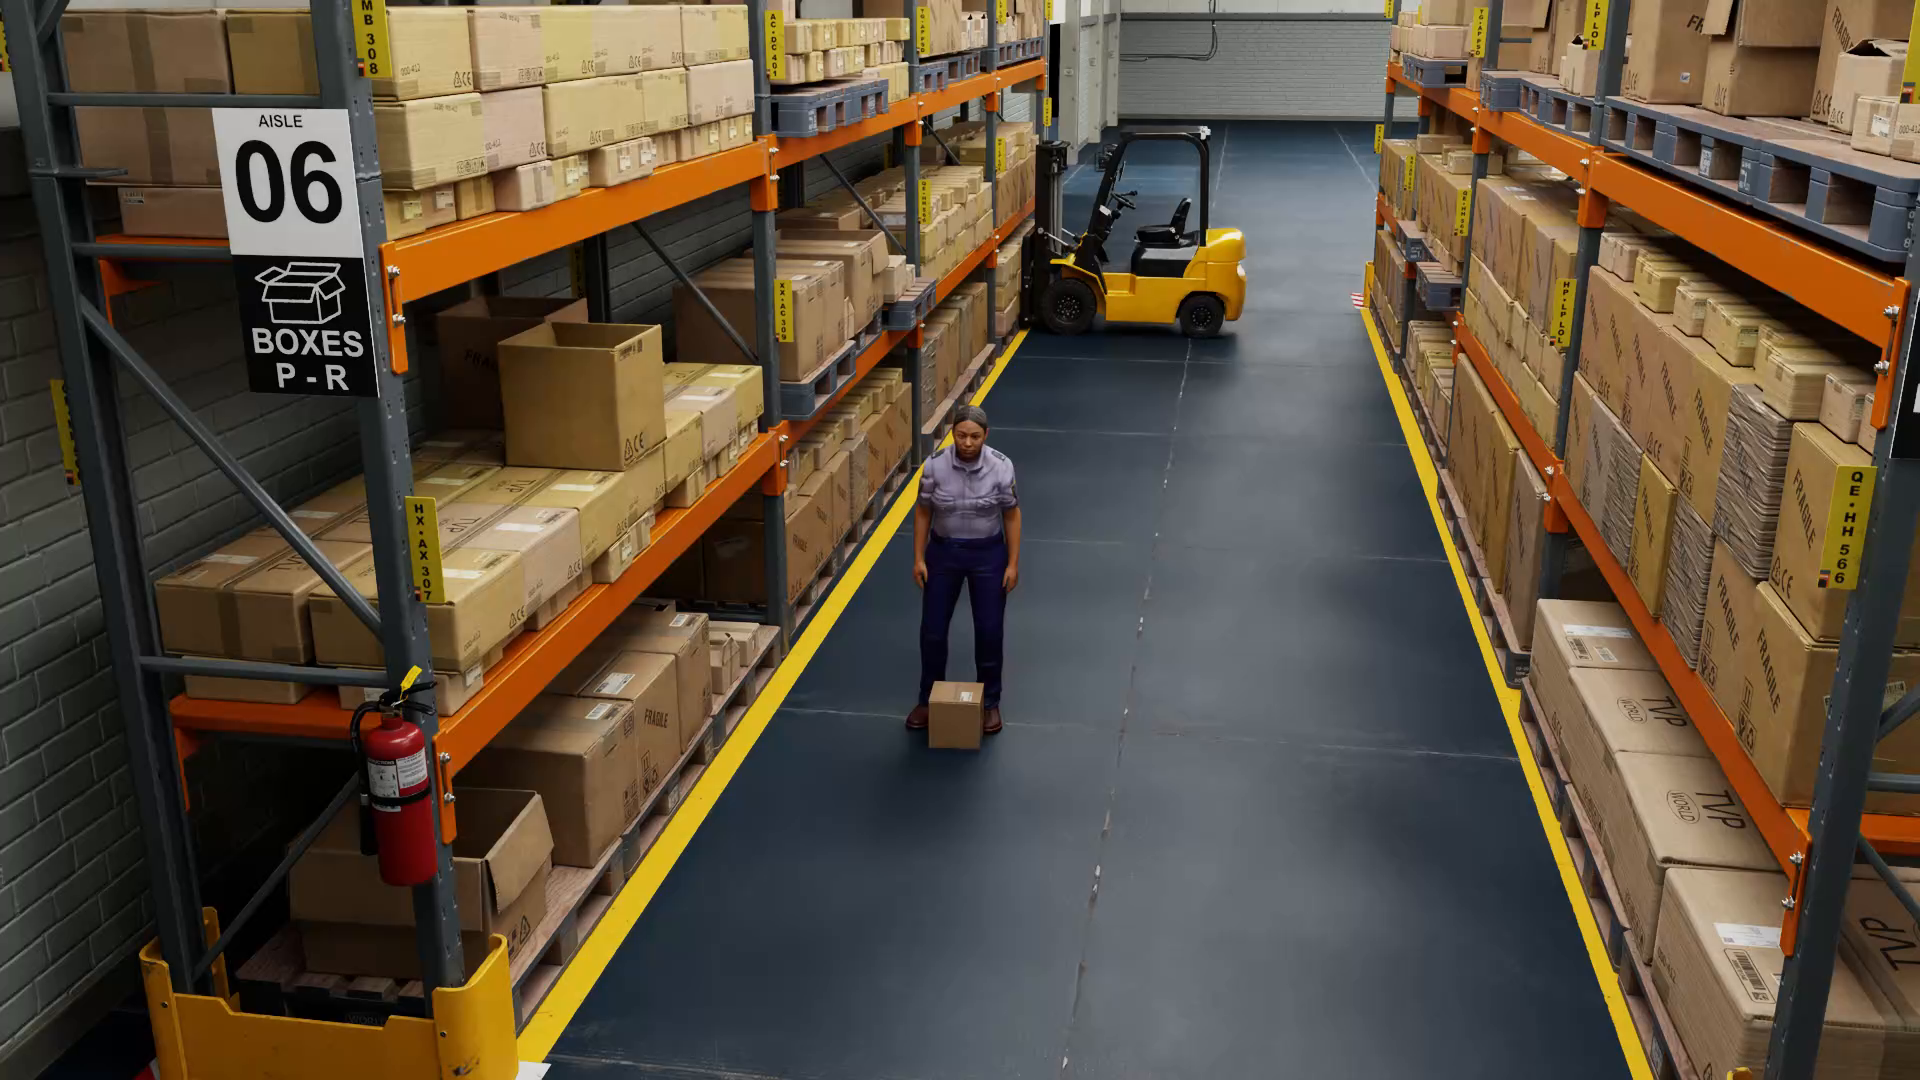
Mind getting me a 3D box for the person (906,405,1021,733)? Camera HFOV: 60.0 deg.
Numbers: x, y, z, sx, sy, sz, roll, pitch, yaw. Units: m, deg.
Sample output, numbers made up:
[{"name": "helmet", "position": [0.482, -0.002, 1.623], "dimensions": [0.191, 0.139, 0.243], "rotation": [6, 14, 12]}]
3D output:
[{"name": "person", "position": [0.015, 0.129, 8.172], "dimensions": [0.561, 1.651, 0.333], "rotation": [2, 18, 5]}]
